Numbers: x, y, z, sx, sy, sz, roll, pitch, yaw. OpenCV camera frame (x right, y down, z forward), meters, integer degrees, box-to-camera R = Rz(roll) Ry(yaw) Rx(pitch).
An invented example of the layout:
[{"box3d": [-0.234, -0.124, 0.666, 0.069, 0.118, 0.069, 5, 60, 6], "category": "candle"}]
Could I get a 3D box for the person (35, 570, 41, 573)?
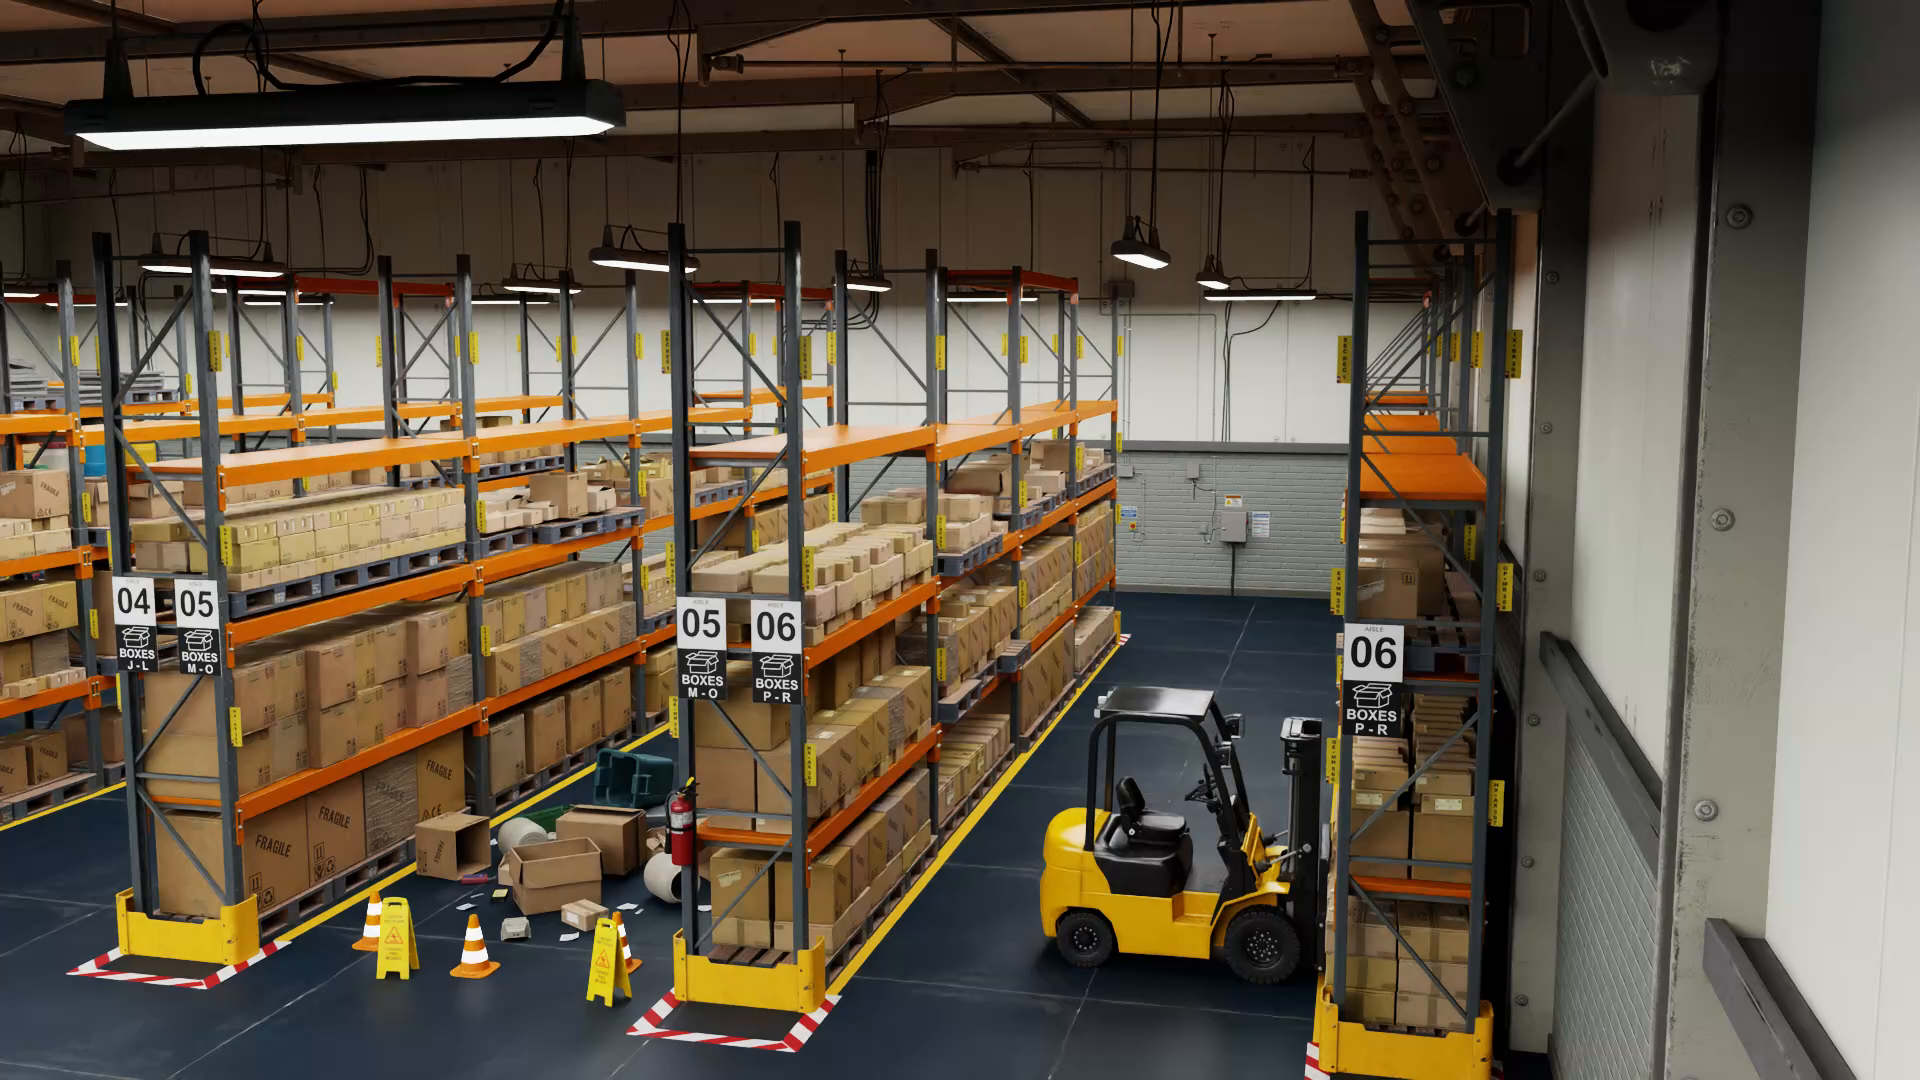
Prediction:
[{"box3d": [-18.793, 0.178, 33.711, 0.876, 1.752, 0.527, -3, 7, -21], "category": "person"}]
